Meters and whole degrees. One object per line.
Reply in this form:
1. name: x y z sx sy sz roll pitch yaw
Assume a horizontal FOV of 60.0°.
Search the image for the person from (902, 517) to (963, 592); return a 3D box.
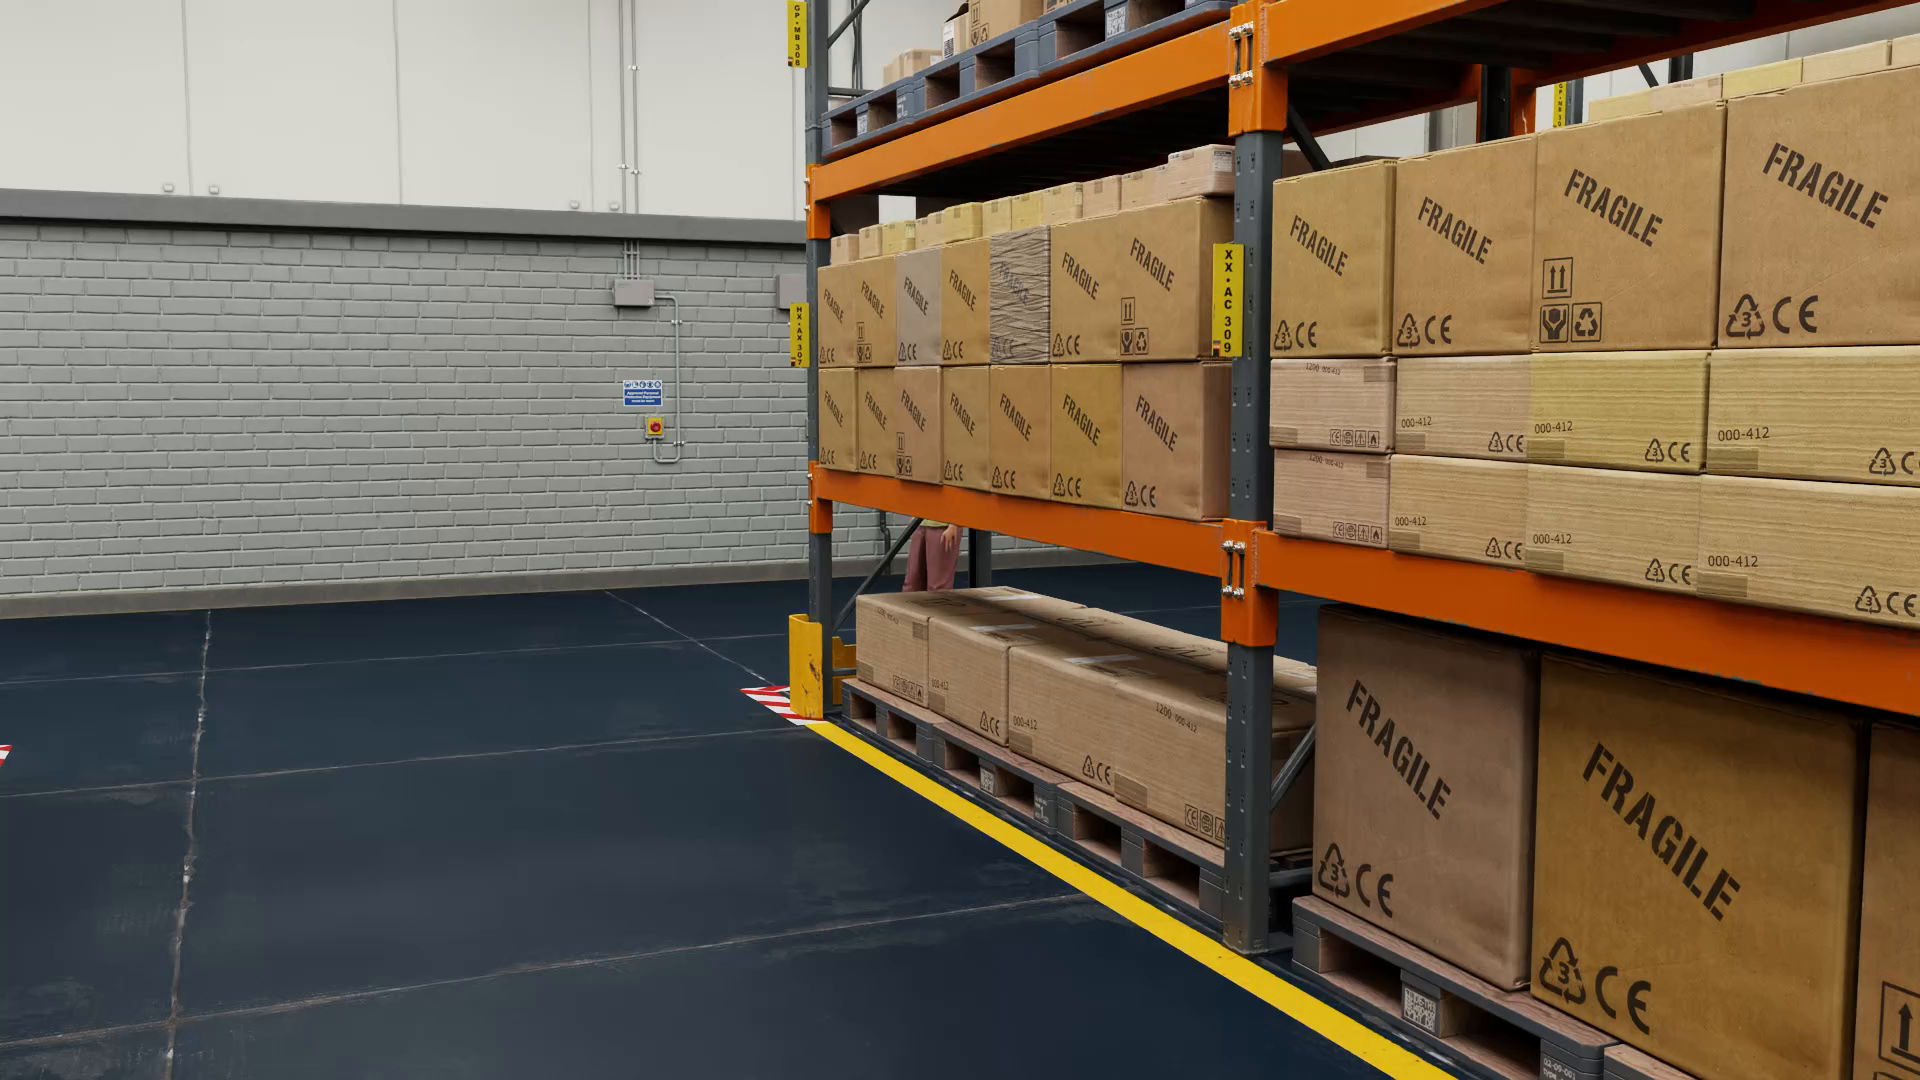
1. person: -0.198 -0.065 10.041 0.549 1.675 0.553 -3 6 -26
